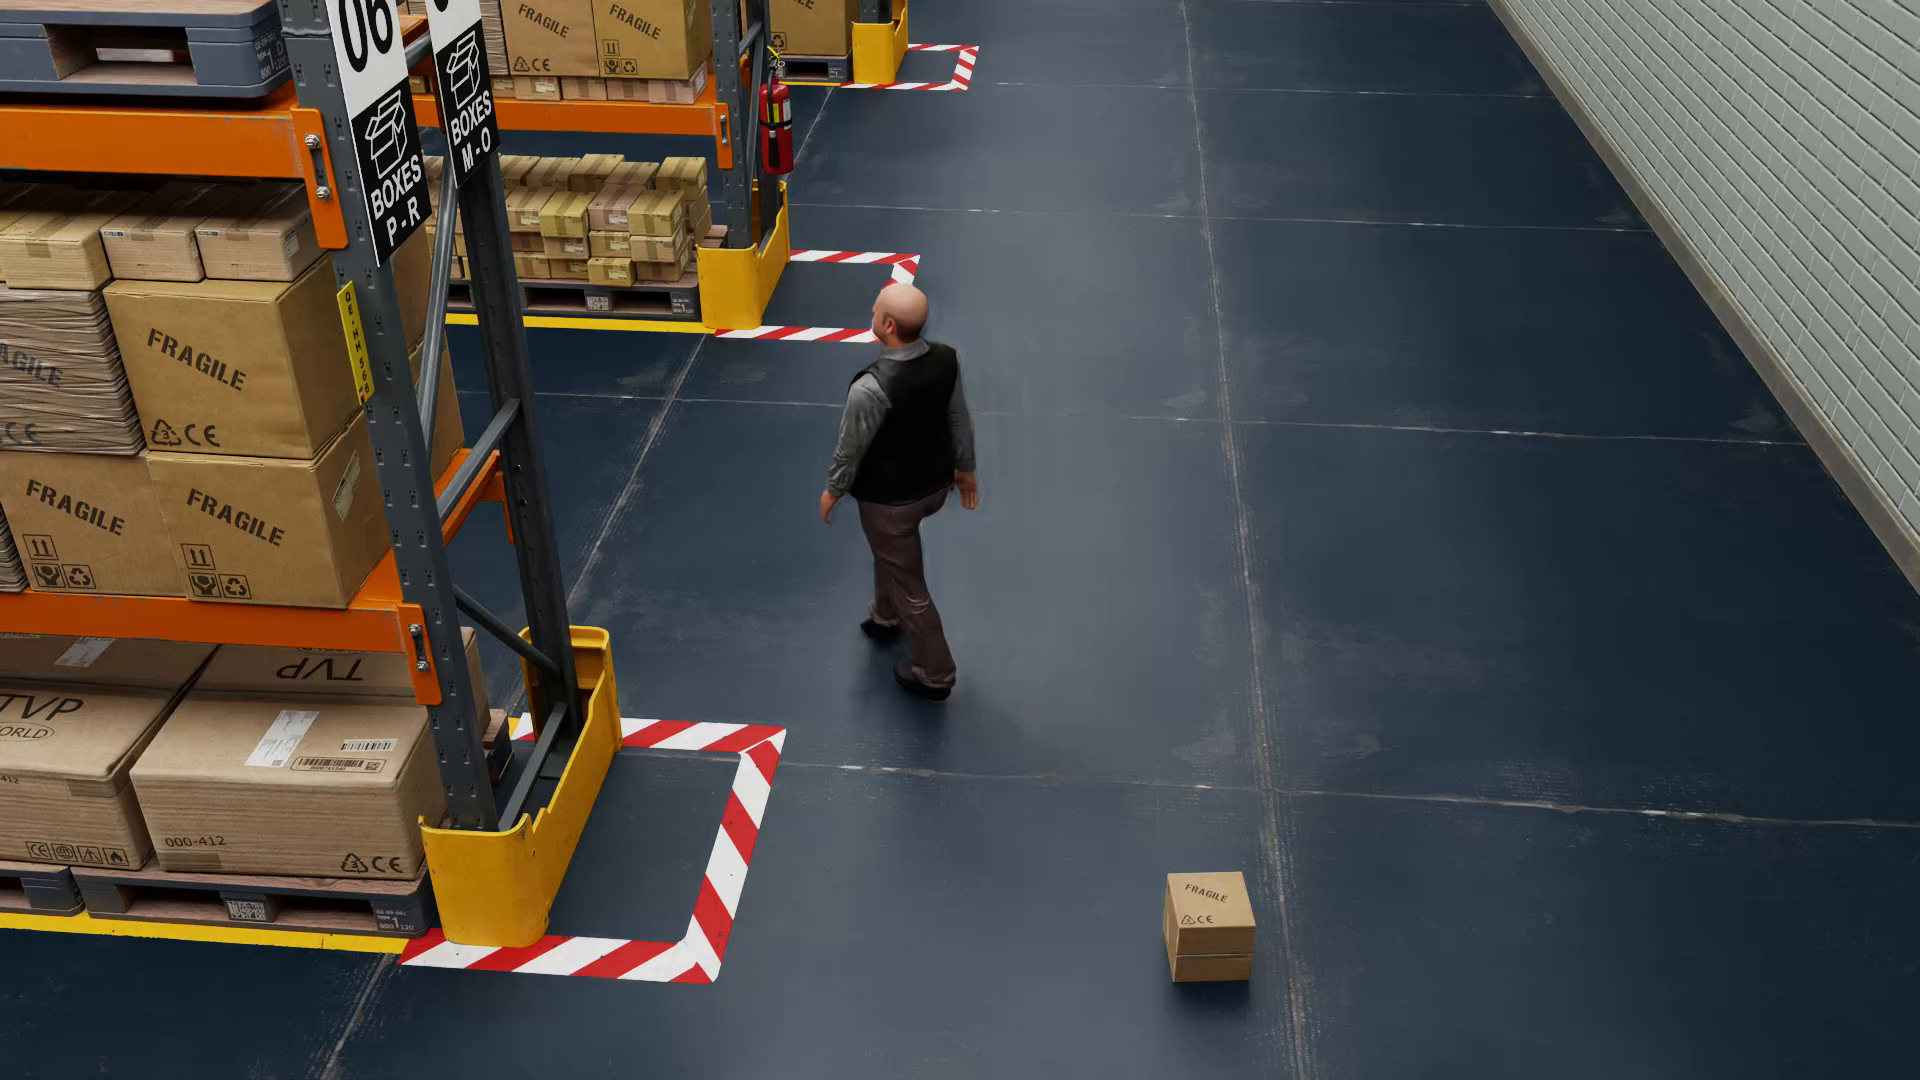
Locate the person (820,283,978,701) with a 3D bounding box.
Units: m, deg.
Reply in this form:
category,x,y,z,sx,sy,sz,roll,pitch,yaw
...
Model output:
category,x,y,z,sx,sy,sz,roll,pitch,yaw
person,-0.260,-0.181,6.477,0.704,1.773,0.581,23,39,33
